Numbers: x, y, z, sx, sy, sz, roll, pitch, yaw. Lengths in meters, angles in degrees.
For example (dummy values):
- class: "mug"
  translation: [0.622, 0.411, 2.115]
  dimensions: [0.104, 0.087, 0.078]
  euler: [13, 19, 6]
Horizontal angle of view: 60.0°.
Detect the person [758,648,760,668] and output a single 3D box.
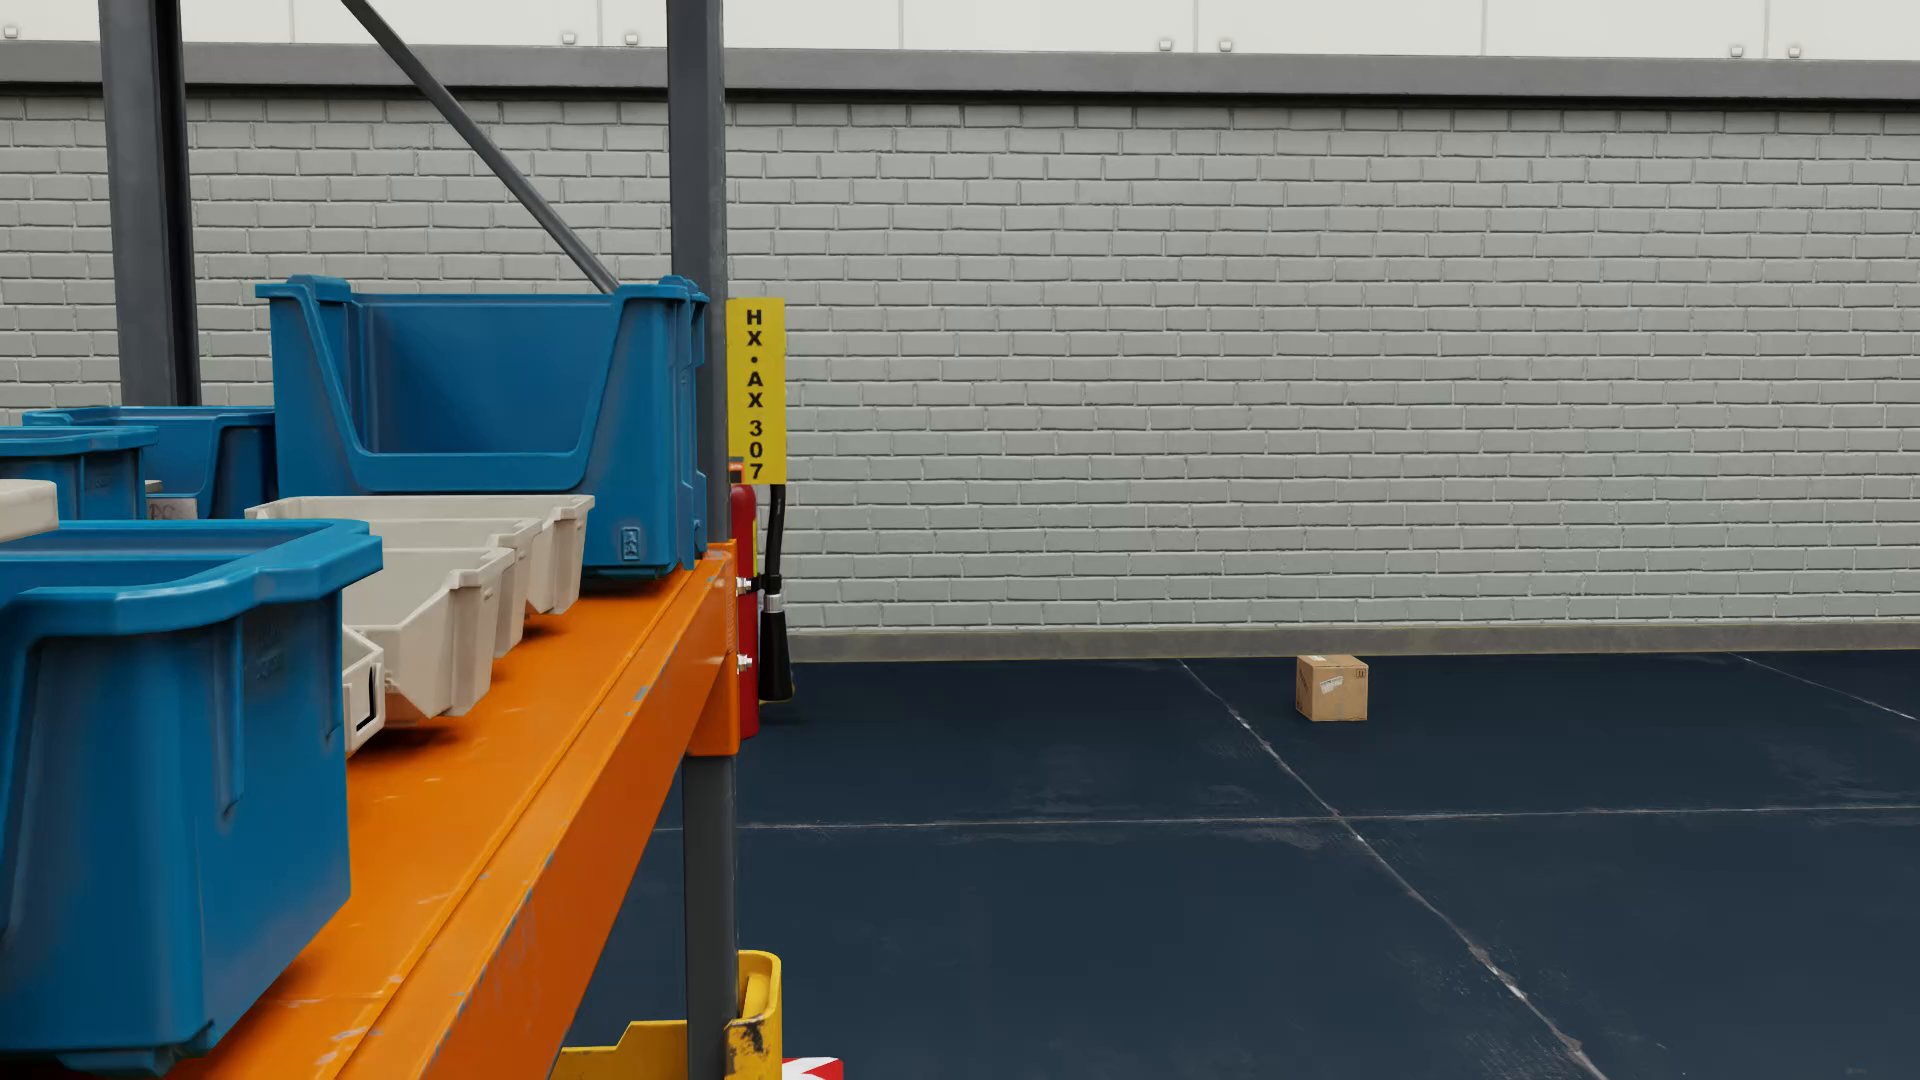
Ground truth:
- class: "person"
  translation: [-1.258, -0.073, 7.231]
  dimensions: [0.945, 1.734, 0.583]
  euler: [0, 7, -1]
